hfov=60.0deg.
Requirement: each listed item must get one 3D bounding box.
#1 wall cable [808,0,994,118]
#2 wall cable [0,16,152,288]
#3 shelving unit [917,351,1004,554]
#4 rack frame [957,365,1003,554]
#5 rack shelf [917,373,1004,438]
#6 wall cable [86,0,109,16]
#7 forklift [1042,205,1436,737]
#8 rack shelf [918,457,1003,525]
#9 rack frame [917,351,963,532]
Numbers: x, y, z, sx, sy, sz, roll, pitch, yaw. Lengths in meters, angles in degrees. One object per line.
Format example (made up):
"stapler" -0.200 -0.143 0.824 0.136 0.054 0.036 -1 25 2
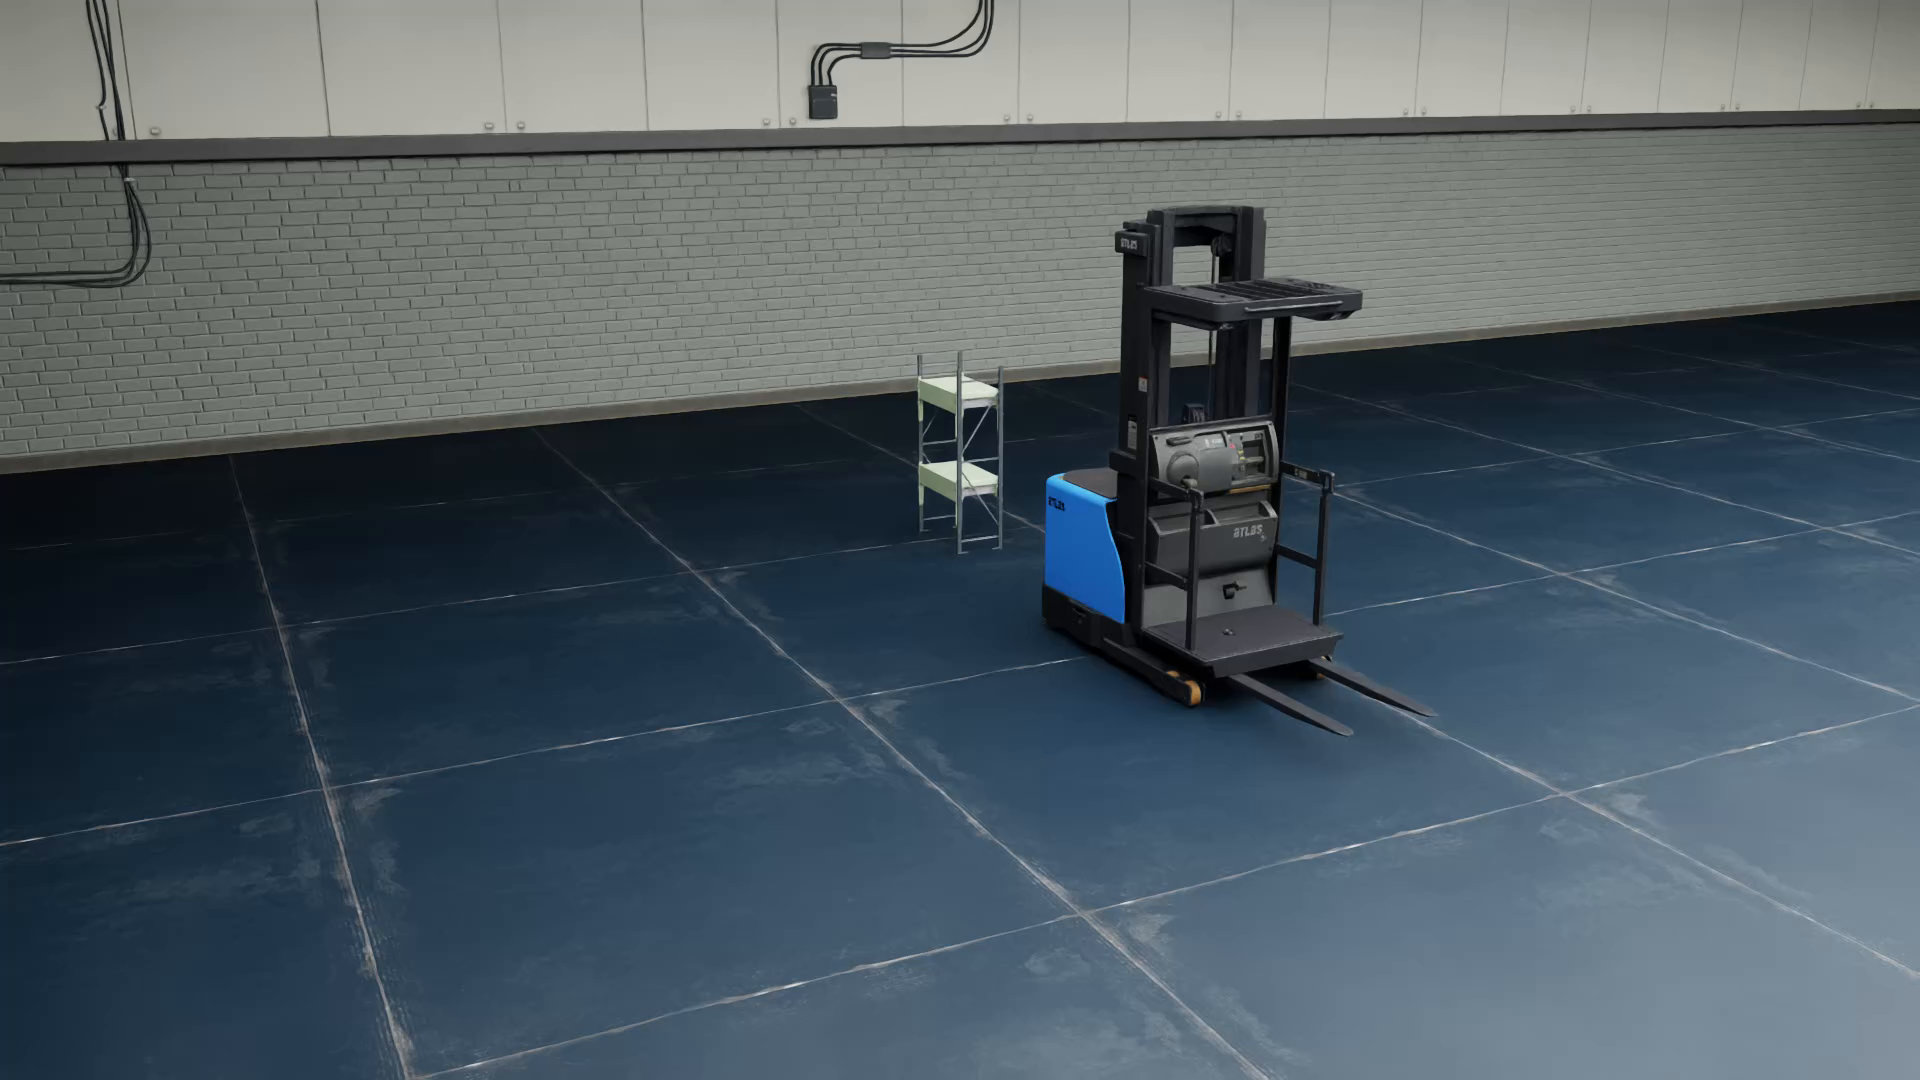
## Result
"wall cable" -0.622 -7.728 18.199 2.305 6.003 0.169 -8 18 -25
"wall cable" -9.163 -3.457 15.113 3.097 2.526 0.112 -8 18 -25
"shelving unit" -0.003 -0.723 13.550 0.431 1.500 0.755 -8 18 -25
"rack frame" 0.157 -0.632 13.233 0.400 1.500 0.023 -8 18 -25
"rack shelf" -0.003 -1.098 13.442 0.431 0.370 0.720 -8 18 -25
"wall cable" -6.731 -6.212 15.555 3.097 2.526 0.112 -8 18 -25
"forklift" 1.711 -0.526 10.269 1.130 2.935 3.031 -8 18 -27
"rack shelf" -0.003 -0.409 13.639 0.431 0.370 0.720 -8 18 -25
"rack frame" -0.163 -0.813 13.866 0.400 1.500 0.023 -8 18 -25
